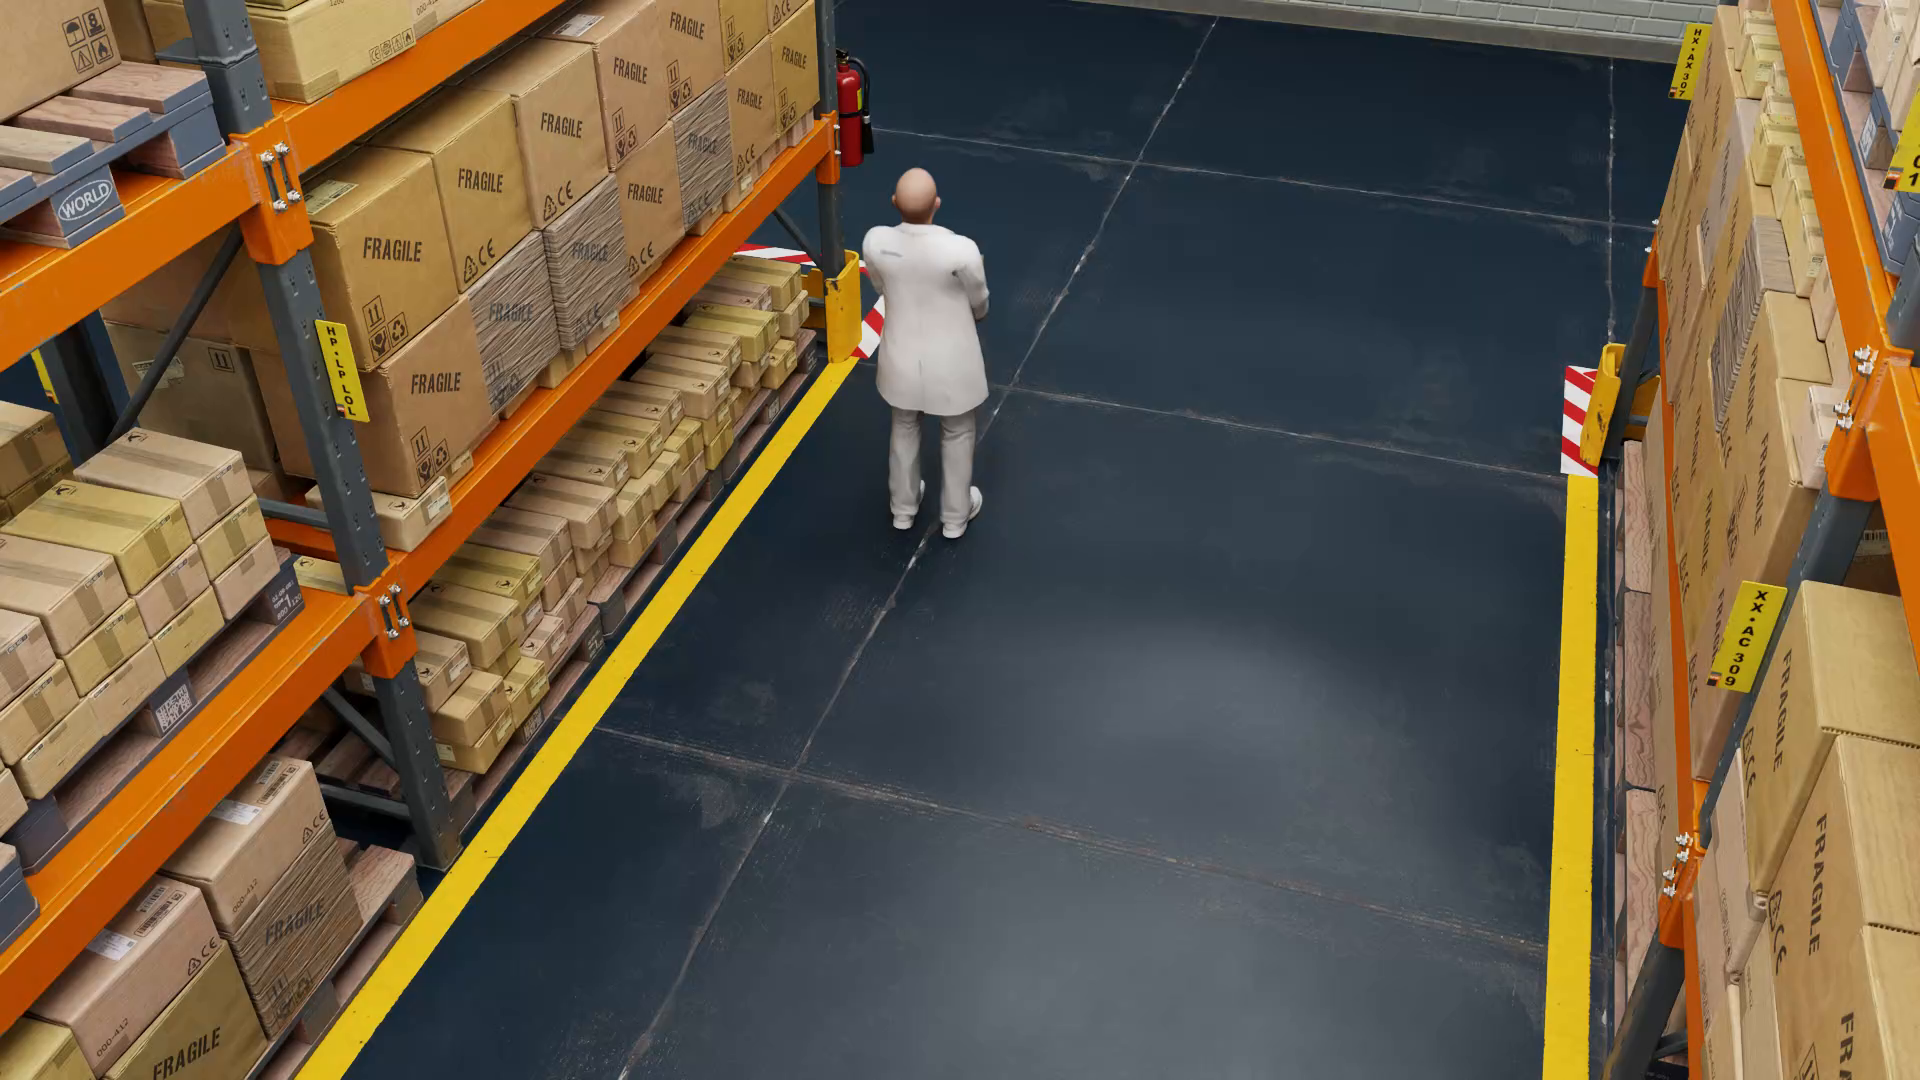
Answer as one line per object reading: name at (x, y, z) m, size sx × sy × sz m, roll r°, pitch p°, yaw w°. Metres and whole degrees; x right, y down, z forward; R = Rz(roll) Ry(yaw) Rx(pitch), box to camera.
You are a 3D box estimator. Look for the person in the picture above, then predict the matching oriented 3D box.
person at (-0.112, -0.871, 7.340) m, size 0.530 × 1.769 × 0.562 m, roll 10°, pitch 38°, yaw 13°
